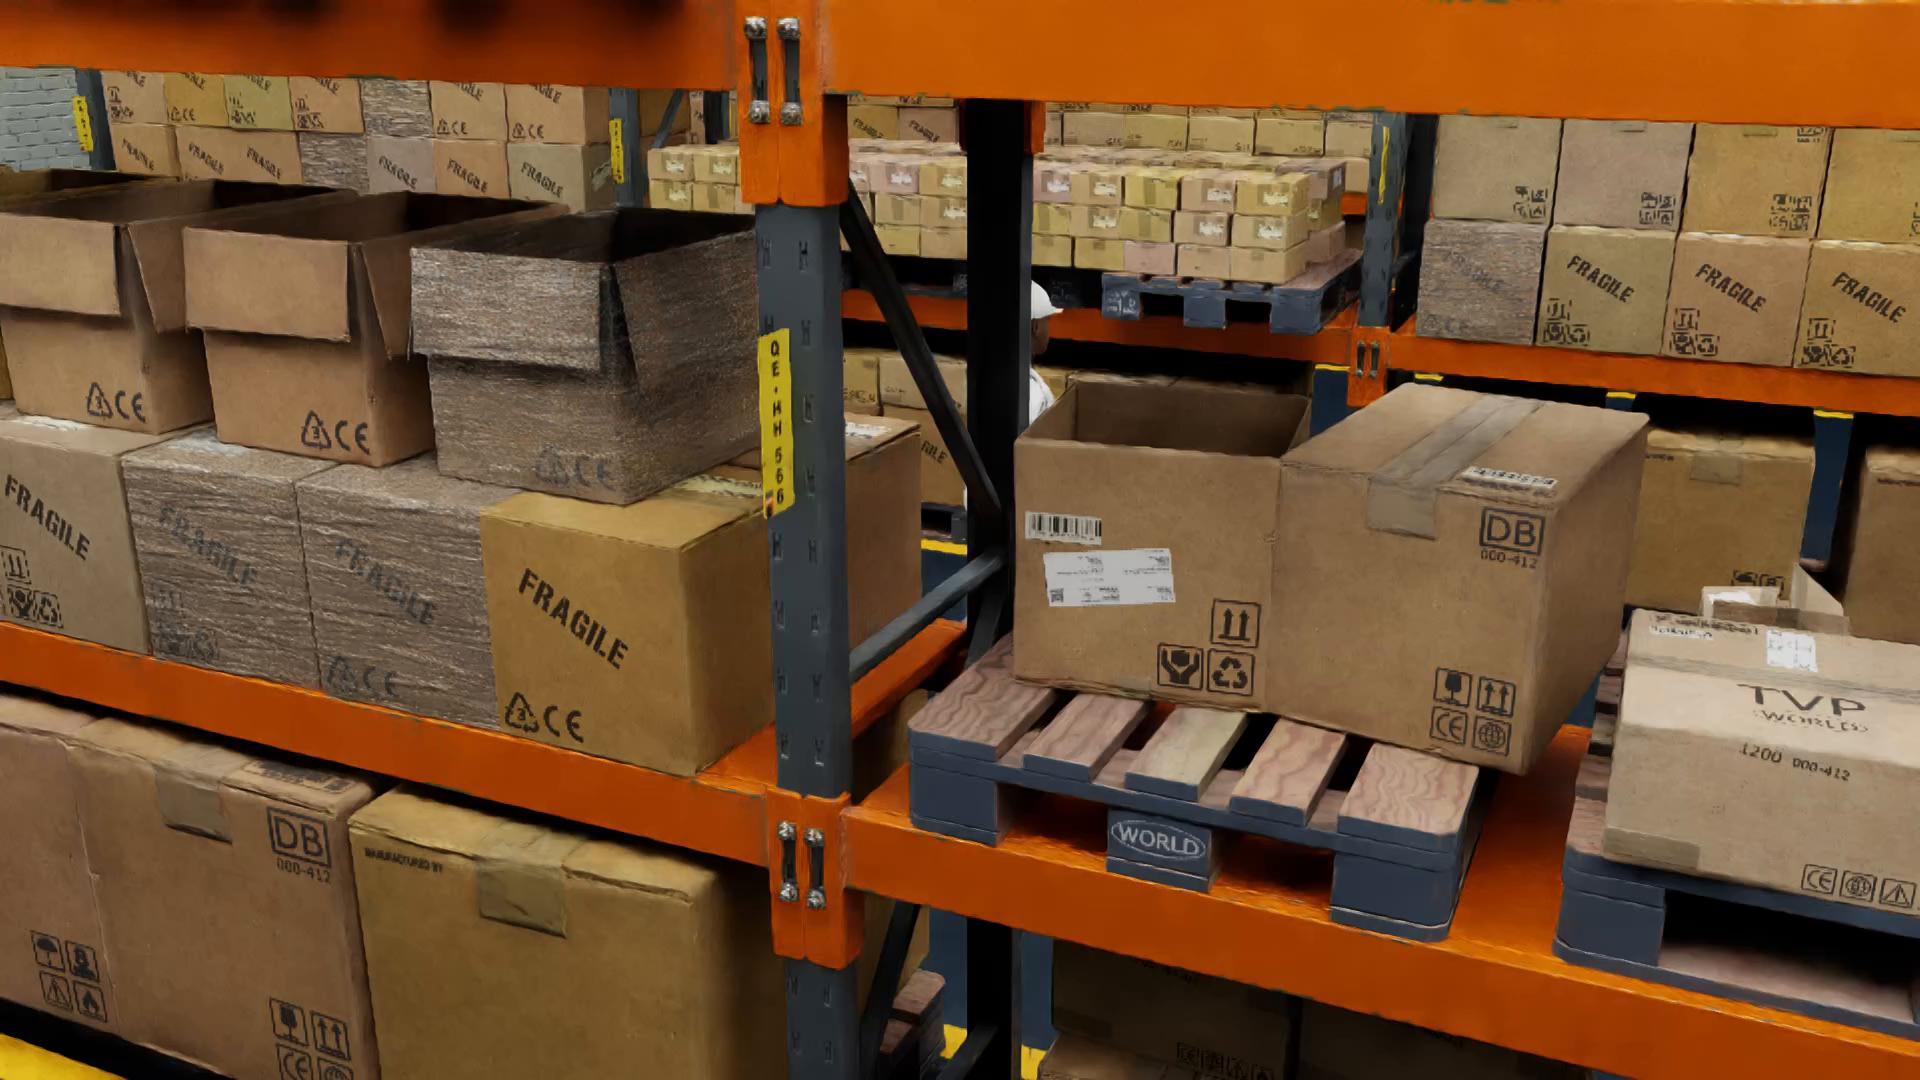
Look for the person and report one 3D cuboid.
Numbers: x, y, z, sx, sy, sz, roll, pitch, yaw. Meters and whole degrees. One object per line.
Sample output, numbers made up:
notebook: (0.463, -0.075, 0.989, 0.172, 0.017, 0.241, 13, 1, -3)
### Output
person: (0.143, -0.102, 6.336, 0.559, 1.754, 0.605, -2, 19, -7)
